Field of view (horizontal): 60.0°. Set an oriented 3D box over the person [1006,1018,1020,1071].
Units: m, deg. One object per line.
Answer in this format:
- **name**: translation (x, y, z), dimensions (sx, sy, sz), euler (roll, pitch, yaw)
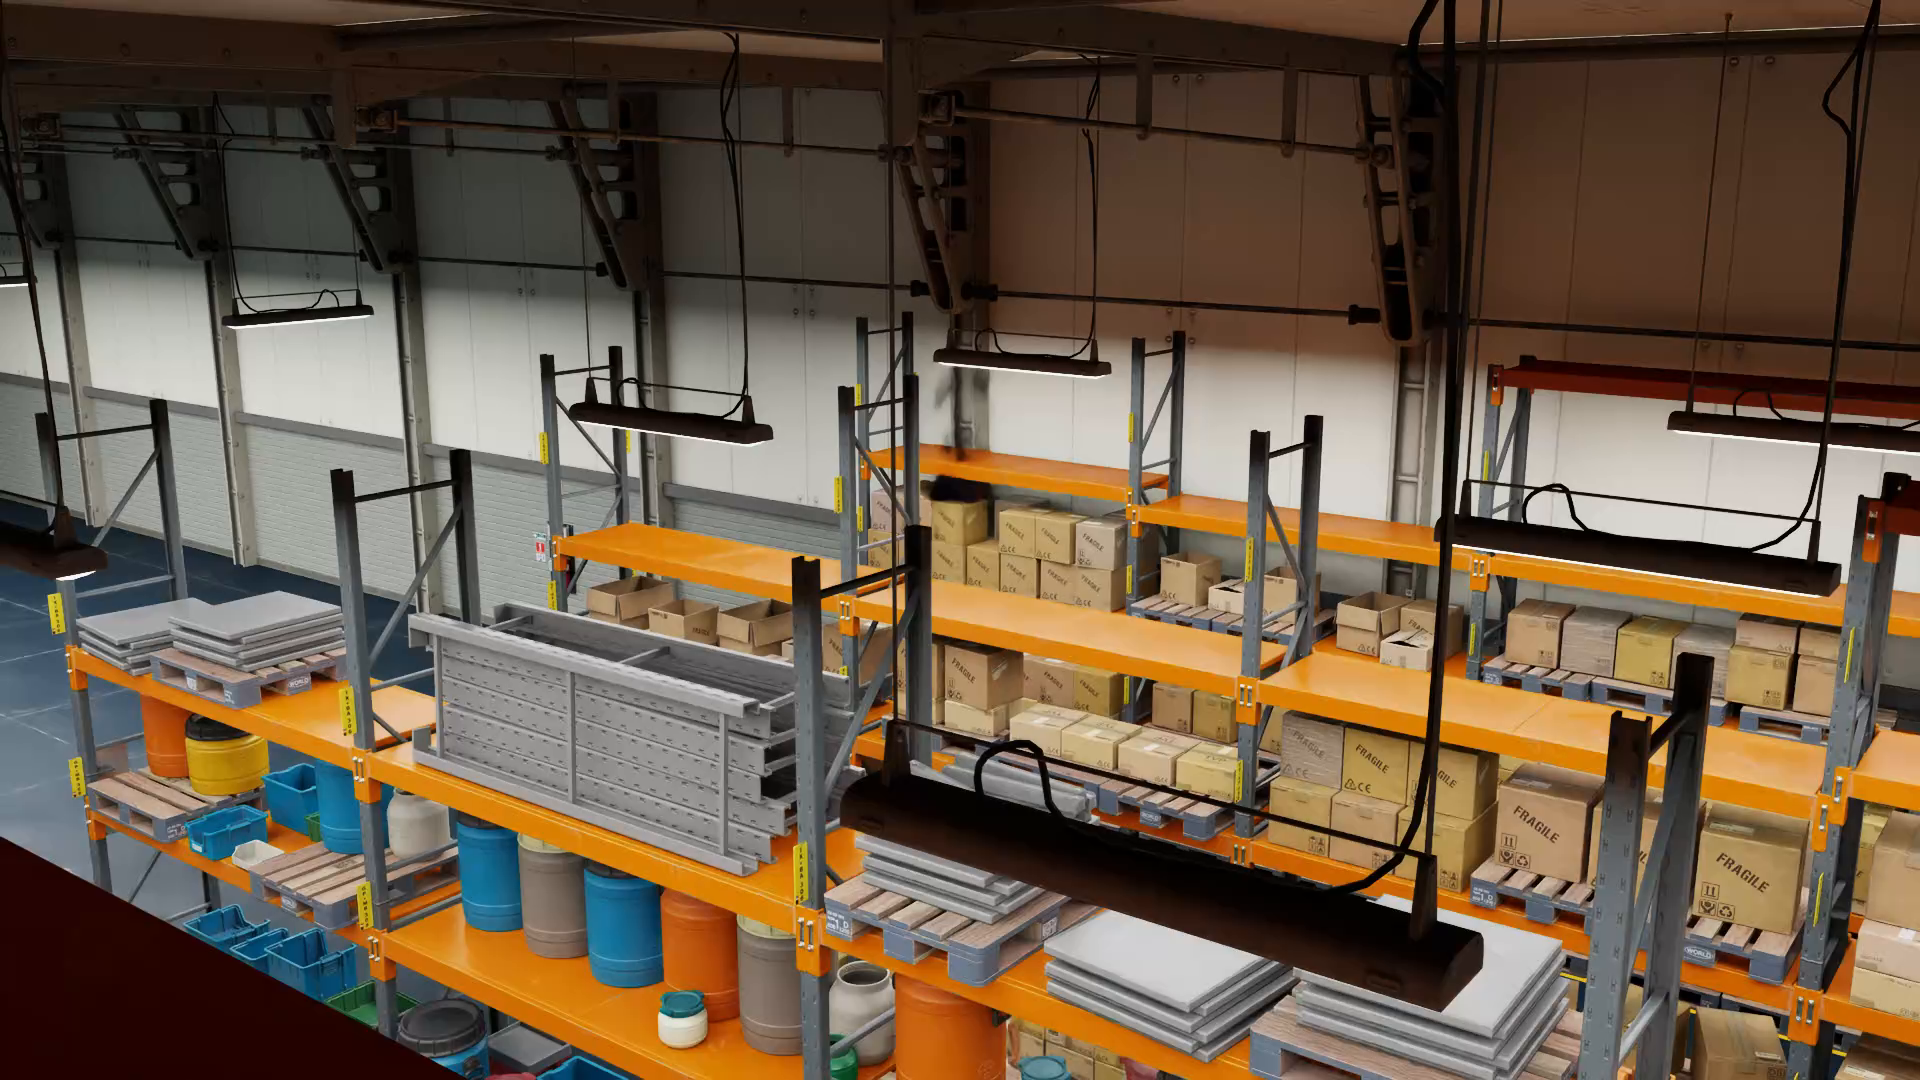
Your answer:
- **person**: translation (0.134, 4.313, 13.214), dimensions (0.666, 1.593, 0.592), euler (6, 14, 24)
